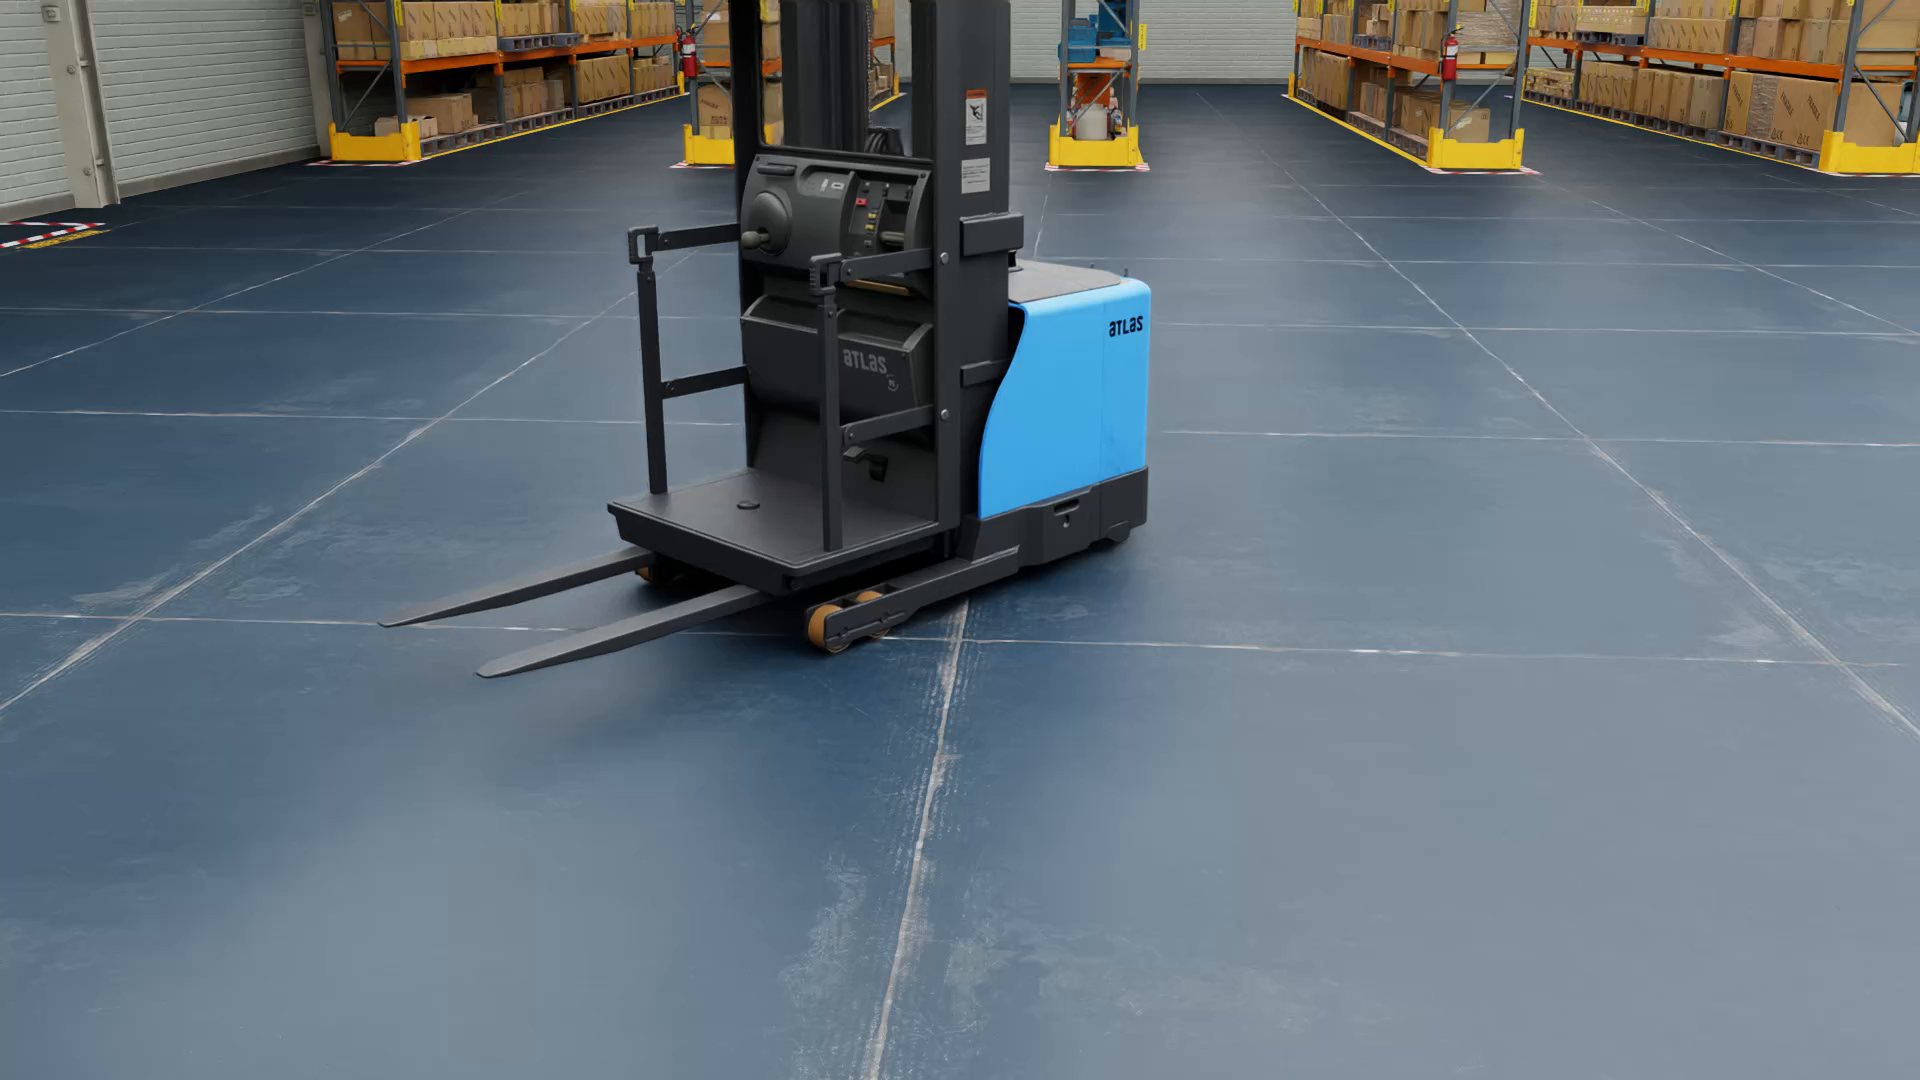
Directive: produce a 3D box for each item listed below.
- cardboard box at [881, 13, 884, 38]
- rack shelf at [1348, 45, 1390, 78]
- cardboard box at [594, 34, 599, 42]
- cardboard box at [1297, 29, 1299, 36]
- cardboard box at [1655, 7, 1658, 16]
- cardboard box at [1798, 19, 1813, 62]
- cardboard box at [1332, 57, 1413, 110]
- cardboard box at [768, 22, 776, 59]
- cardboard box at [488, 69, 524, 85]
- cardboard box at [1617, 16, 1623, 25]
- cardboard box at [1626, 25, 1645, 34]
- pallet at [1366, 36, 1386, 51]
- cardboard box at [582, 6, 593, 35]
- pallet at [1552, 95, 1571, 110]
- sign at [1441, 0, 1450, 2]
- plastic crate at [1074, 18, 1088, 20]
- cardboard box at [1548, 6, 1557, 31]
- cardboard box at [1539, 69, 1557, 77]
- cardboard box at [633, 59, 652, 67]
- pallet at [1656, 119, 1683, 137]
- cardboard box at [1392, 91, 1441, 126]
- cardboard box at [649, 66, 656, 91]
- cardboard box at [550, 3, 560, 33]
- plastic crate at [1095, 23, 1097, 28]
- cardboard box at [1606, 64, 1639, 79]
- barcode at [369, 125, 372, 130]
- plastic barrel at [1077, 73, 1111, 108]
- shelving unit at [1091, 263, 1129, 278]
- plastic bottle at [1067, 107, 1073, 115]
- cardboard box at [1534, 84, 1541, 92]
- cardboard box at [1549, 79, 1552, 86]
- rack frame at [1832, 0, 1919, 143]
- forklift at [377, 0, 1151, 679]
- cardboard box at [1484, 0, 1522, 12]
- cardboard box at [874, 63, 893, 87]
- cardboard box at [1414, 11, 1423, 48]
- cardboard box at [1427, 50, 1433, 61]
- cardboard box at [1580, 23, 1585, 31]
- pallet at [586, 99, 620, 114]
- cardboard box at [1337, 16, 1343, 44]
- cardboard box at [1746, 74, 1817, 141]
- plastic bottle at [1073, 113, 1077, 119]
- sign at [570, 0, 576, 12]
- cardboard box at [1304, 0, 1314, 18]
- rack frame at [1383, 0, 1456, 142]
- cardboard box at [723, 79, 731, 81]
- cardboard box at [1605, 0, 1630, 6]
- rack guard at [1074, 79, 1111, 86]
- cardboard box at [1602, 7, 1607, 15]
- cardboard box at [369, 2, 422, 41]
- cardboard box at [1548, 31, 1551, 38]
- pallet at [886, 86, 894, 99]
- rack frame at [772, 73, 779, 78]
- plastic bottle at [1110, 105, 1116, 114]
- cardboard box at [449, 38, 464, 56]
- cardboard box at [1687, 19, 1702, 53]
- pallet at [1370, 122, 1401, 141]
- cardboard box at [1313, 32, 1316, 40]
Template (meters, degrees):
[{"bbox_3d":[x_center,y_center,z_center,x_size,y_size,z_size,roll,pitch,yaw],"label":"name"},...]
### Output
[{"bbox_3d":[-1.875,-10.787,34.864,0.500,0.500,0.500,1,18,4],"label":"cardboard box"},{"bbox_3d":[7.195,-7.845,27.202,1.077,0.370,4.000,1,18,4],"label":"rack shelf"},{"bbox_3d":[-7.129,-9.603,31.785,0.380,0.149,0.250,1,18,4],"label":"cardboard box"},{"bbox_3d":[7.557,-11.070,36.294,0.380,0.149,0.250,1,18,5],"label":"cardboard box"},{"bbox_3d":[12.563,-9.410,29.596,0.380,0.149,0.250,1,18,2],"label":"cardboard box"},{"bbox_3d":[11.869,-6.711,22.346,0.875,0.550,0.550,1,18,4],"label":"cardboard box"},{"bbox_3d":[7.409,-8.212,29.904,1.225,0.875,0.875,0,18,1],"label":"cardboard box"},{"bbox_3d":[-2.995,-7.055,23.476,0.700,0.500,0.500,1,18,4],"label":"cardboard box"},{"bbox_3d":[-7.672,-7.802,28.021,0.500,0.250,0.500,1,18,2],"label":"cardboard box"},{"bbox_3d":[11.893,-9.216,29.482,0.380,0.149,0.250,2,18,5],"label":"cardboard box"},{"bbox_3d":[11.855,-8.909,29.025,0.380,0.149,0.250,2,18,5],"label":"cardboard box"},{"bbox_3d":[7.237,-8.101,27.137,1.003,0.211,1.213,1,18,4],"label":"pallet"},{"bbox_3d":[-7.146,-9.646,30.872,0.500,0.500,0.500,2,18,6],"label":"cardboard box"},{"bbox_3d":[12.578,-8.792,33.417,1.003,0.211,1.213,1,18,4],"label":"pallet"},{"bbox_3d":[6.213,-7.042,21.231,0.100,0.325,0.005,1,18,4],"label":"sign"},{"bbox_3d":[2.378,-10.334,33.574,0.392,0.384,0.575,1,18,4],"label":"plastic crate"},{"bbox_3d":[12.453,-10.729,34.210,0.500,0.500,0.500,1,18,2],"label":"cardboard box"},{"bbox_3d":[12.495,-9.880,35.207,0.380,0.149,0.250,0,18,1],"label":"cardboard box"},{"bbox_3d":[-6.797,-10.196,35.521,0.380,0.149,0.250,1,18,2],"label":"cardboard box"},{"bbox_3d":[12.057,-6.720,27.091,1.003,0.211,1.213,1,18,4],"label":"pallet"},{"bbox_3d":[7.117,-6.777,26.096,0.700,0.500,0.500,0,18,0],"label":"cardboard box"},{"bbox_3d":[-6.962,-9.939,35.778,0.700,0.500,0.500,2,18,5],"label":"cardboard box"},{"bbox_3d":[-7.507,-9.250,29.468,0.700,0.500,0.500,-1,18,-3],"label":"cardboard box"},{"bbox_3d":[2.978,-10.603,34.559,0.437,0.282,0.530,1,18,4],"label":"plastic crate"},{"bbox_3d":[12.143,-8.567,30.386,0.500,0.250,0.500,2,18,5],"label":"cardboard box"},{"bbox_3d":[-8.315,-5.818,23.459,0.001,0.075,0.075,1,18,4],"label":"barcode"},{"bbox_3d":[2.416,-8.239,30.061,0.600,0.830,0.708,1,18,4],"label":"plastic barrel"},{"bbox_3d":[0.561,-0.652,7.226,0.215,1.050,0.252,16,24,40],"label":"shelving unit"},{"bbox_3d":[1.626,-6.326,24.960,0.144,0.351,0.185,1,18,2],"label":"plastic bottle"},{"bbox_3d":[12.419,-9.602,35.314,0.380,0.149,0.250,2,18,5],"label":"cardboard box"},{"bbox_3d":[12.524,-9.571,34.741,0.380,0.149,0.250,2,18,7],"label":"cardboard box"},{"bbox_3d":[11.705,-6.181,20.970,1.000,3.000,0.127,1,18,4],"label":"rack frame"},{"bbox_3d":[-0.605,-1.183,5.826,1.130,2.935,3.031,17,24,41],"label":"forklift"},{"bbox_3d":[7.076,-7.152,21.689,0.500,0.500,0.500,1,18,4],"label":"cardboard box"},{"bbox_3d":[-1.762,-10.362,37.036,0.500,0.500,0.500,1,18,4],"label":"cardboard box"},{"bbox_3d":[6.874,-7.150,23.287,0.875,0.500,0.500,1,18,4],"label":"cardboard box"},{"bbox_3d":[6.653,-6.686,22.913,0.380,0.149,0.250,1,18,4],"label":"cardboard box"},{"bbox_3d":[12.064,-9.790,31.712,0.380,0.149,0.250,2,18,5],"label":"cardboard box"},{"bbox_3d":[-7.261,-8.436,32.328,1.003,0.211,1.213,1,18,4],"label":"pallet"},{"bbox_3d":[7.202,-9.330,30.420,0.500,0.500,0.500,1,18,2],"label":"cardboard box"},{"bbox_3d":[11.816,-6.140,23.580,0.875,0.875,0.875,1,18,4],"label":"cardboard box"},{"bbox_3d":[1.745,-6.163,24.583,0.152,0.276,0.135,1,18,4],"label":"plastic bottle"},{"bbox_3d":[-6.941,-9.643,29.802,0.100,0.325,0.005,1,18,4],"label":"sign"},{"bbox_3d":[7.541,-11.260,35.027,0.500,0.500,0.500,1,18,2],"label":"cardboard box"},{"bbox_3d":[7.052,-7.566,25.195,1.000,3.000,0.127,1,18,4],"label":"rack frame"},{"bbox_3d":[-3.246,-6.590,24.753,0.500,0.500,0.500,1,18,4],"label":"cardboard box"},{"bbox_3d":[12.841,-10.707,32.537,0.500,0.500,0.500,2,18,5],"label":"cardboard box"},{"bbox_3d":[2.961,-10.223,37.319,1.175,0.500,0.348,1,18,4],"label":"rack guard"},{"bbox_3d":[11.971,-9.673,30.401,0.380,0.149,0.250,2,18,6],"label":"cardboard box"},{"bbox_3d":[-7.723,-7.091,22.751,0.500,0.500,0.500,1,18,4],"label":"cardboard box"},{"bbox_3d":[12.480,-10.532,34.652,0.380,0.149,0.250,1,18,3],"label":"cardboard box"},{"bbox_3d":[-2.030,-9.918,36.854,1.003,0.211,1.213,1,18,4],"label":"pallet"},{"bbox_3d":[-2.829,-7.788,25.873,1.000,3.000,0.127,1,18,4],"label":"rack frame"},{"bbox_3d":[2.353,-6.420,25.246,0.144,0.351,0.185,1,18,2],"label":"plastic bottle"},{"bbox_3d":[-7.601,-7.214,24.331,0.500,0.250,0.500,1,18,4],"label":"cardboard box"},{"bbox_3d":[11.835,-7.953,26.216,0.500,0.500,0.500,1,18,4],"label":"cardboard box"},{"bbox_3d":[7.106,-6.482,26.367,1.003,0.211,1.213,1,18,4],"label":"pallet"},{"bbox_3d":[7.357,-10.193,33.615,0.380,0.149,0.250,1,18,3],"label":"cardboard box"}]
